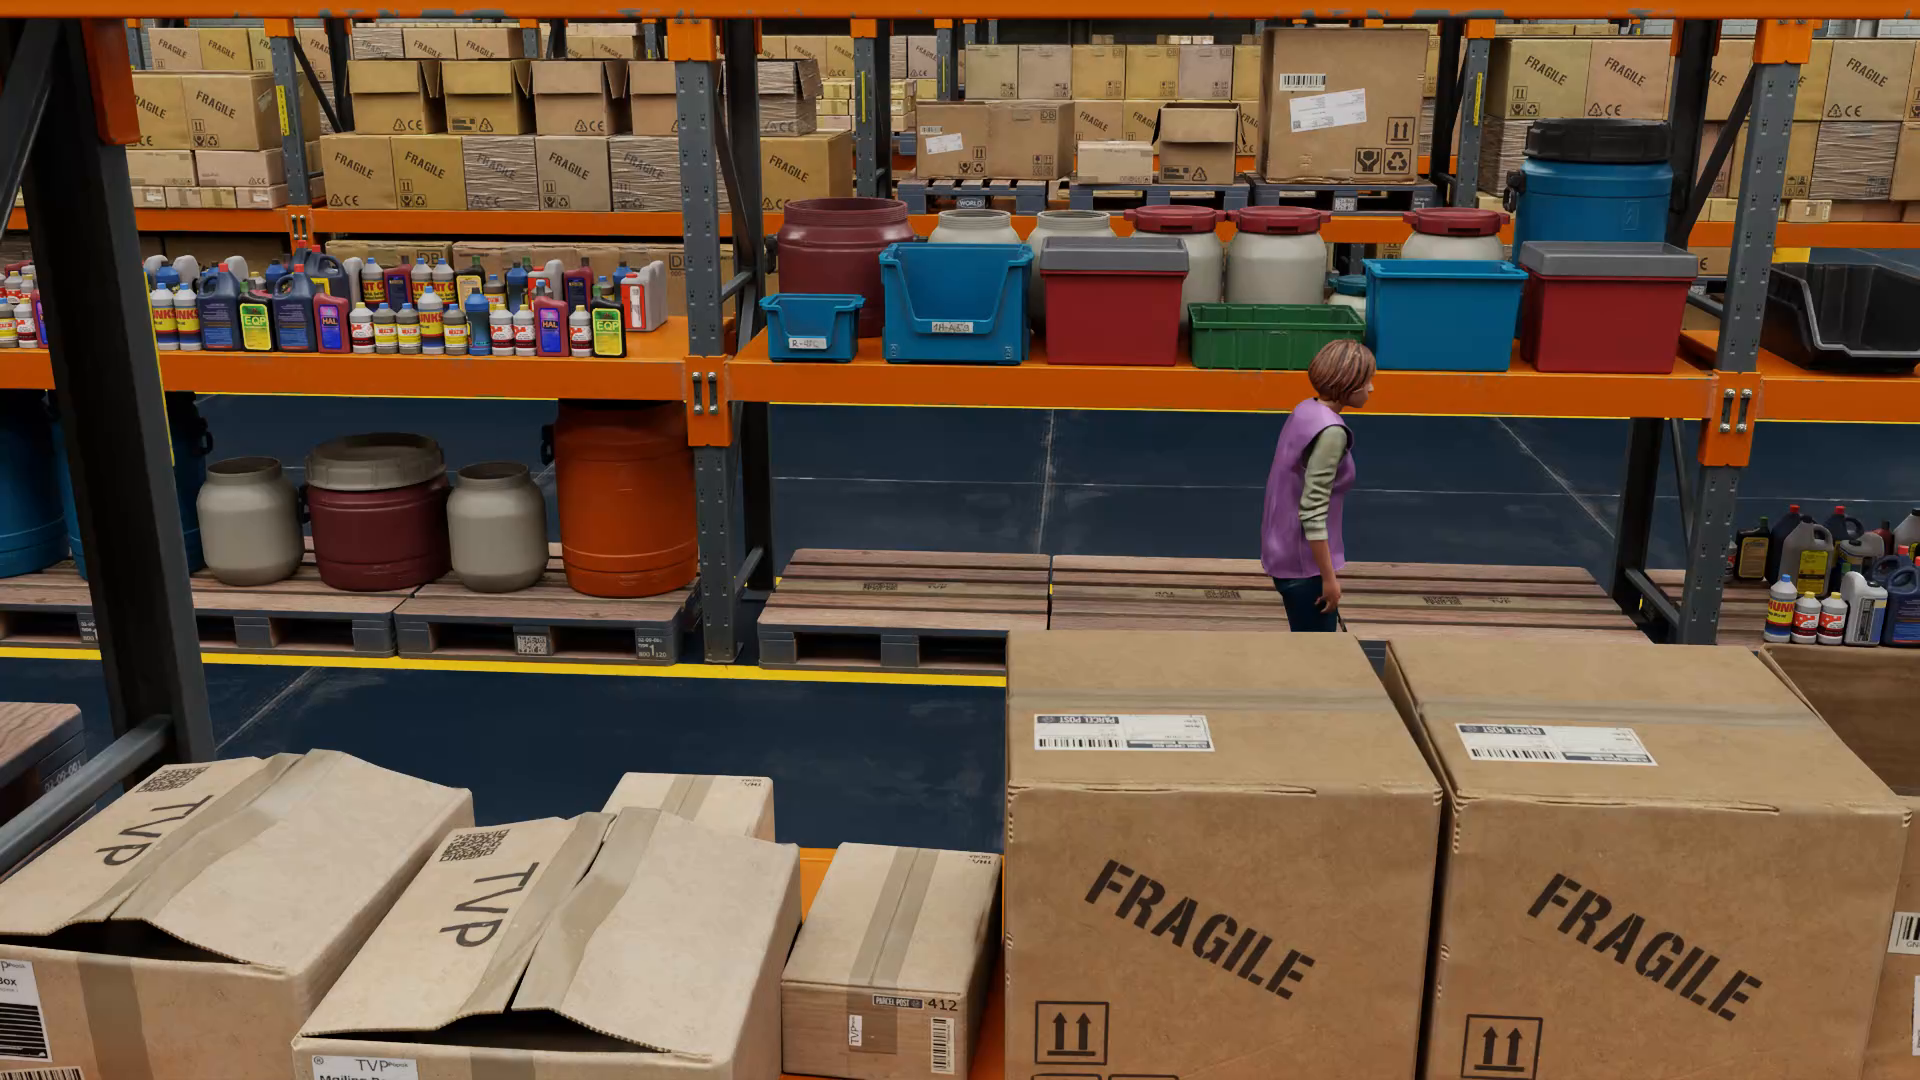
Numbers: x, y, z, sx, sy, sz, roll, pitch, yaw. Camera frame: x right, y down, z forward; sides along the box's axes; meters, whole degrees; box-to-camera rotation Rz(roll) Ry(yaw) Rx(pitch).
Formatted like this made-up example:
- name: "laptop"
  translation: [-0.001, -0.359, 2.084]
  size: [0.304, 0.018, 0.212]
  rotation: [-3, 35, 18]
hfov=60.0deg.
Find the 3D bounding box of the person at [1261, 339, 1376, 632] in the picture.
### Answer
- name: "person"
  translation: [1.222, 0.092, 5.781]
  size: [0.344, 1.593, 0.463]
  rotation: [1, 18, 4]
